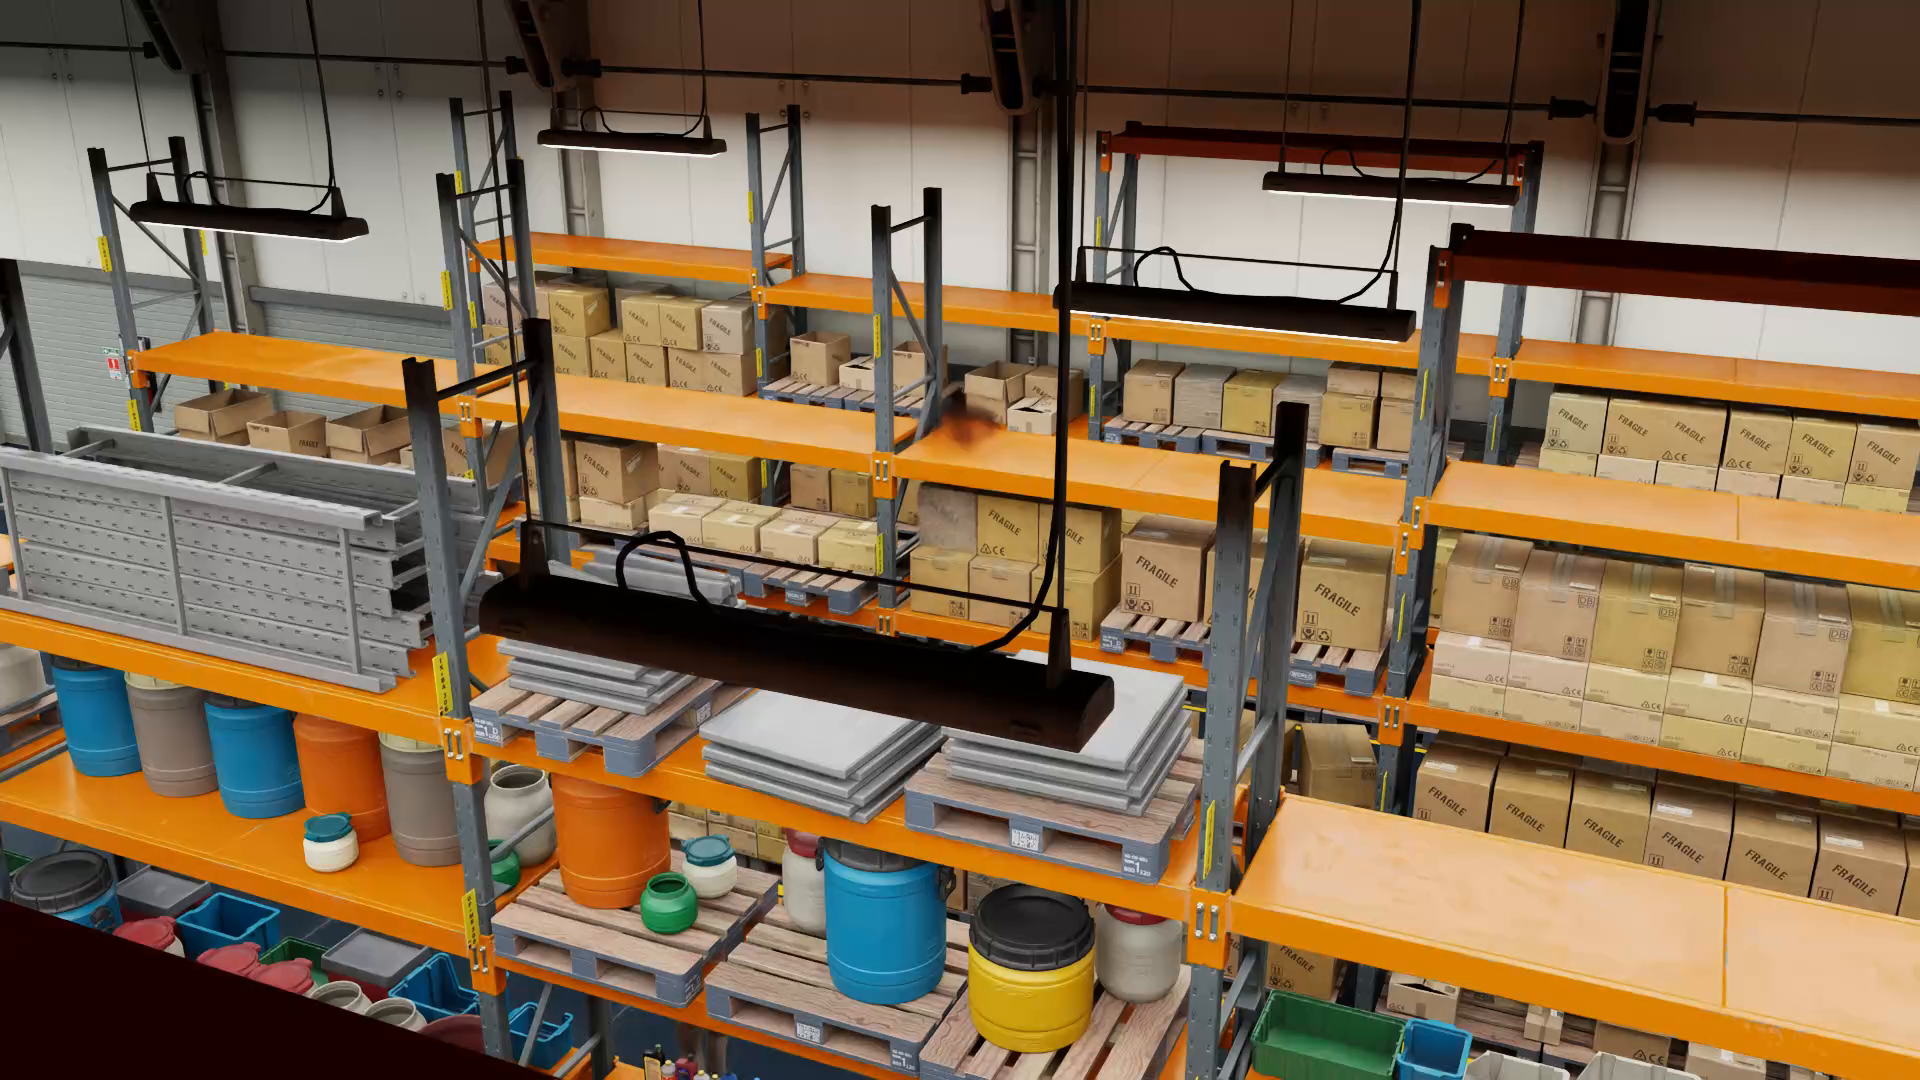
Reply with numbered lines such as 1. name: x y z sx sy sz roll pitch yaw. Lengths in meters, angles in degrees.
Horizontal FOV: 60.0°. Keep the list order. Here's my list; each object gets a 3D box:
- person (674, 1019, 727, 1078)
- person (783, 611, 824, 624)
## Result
1. person: -1.840 3.250 11.683 0.617 1.793 0.576 -10 23 -25
2. person: -1.628 1.234 17.084 0.566 1.783 0.402 15 25 35
